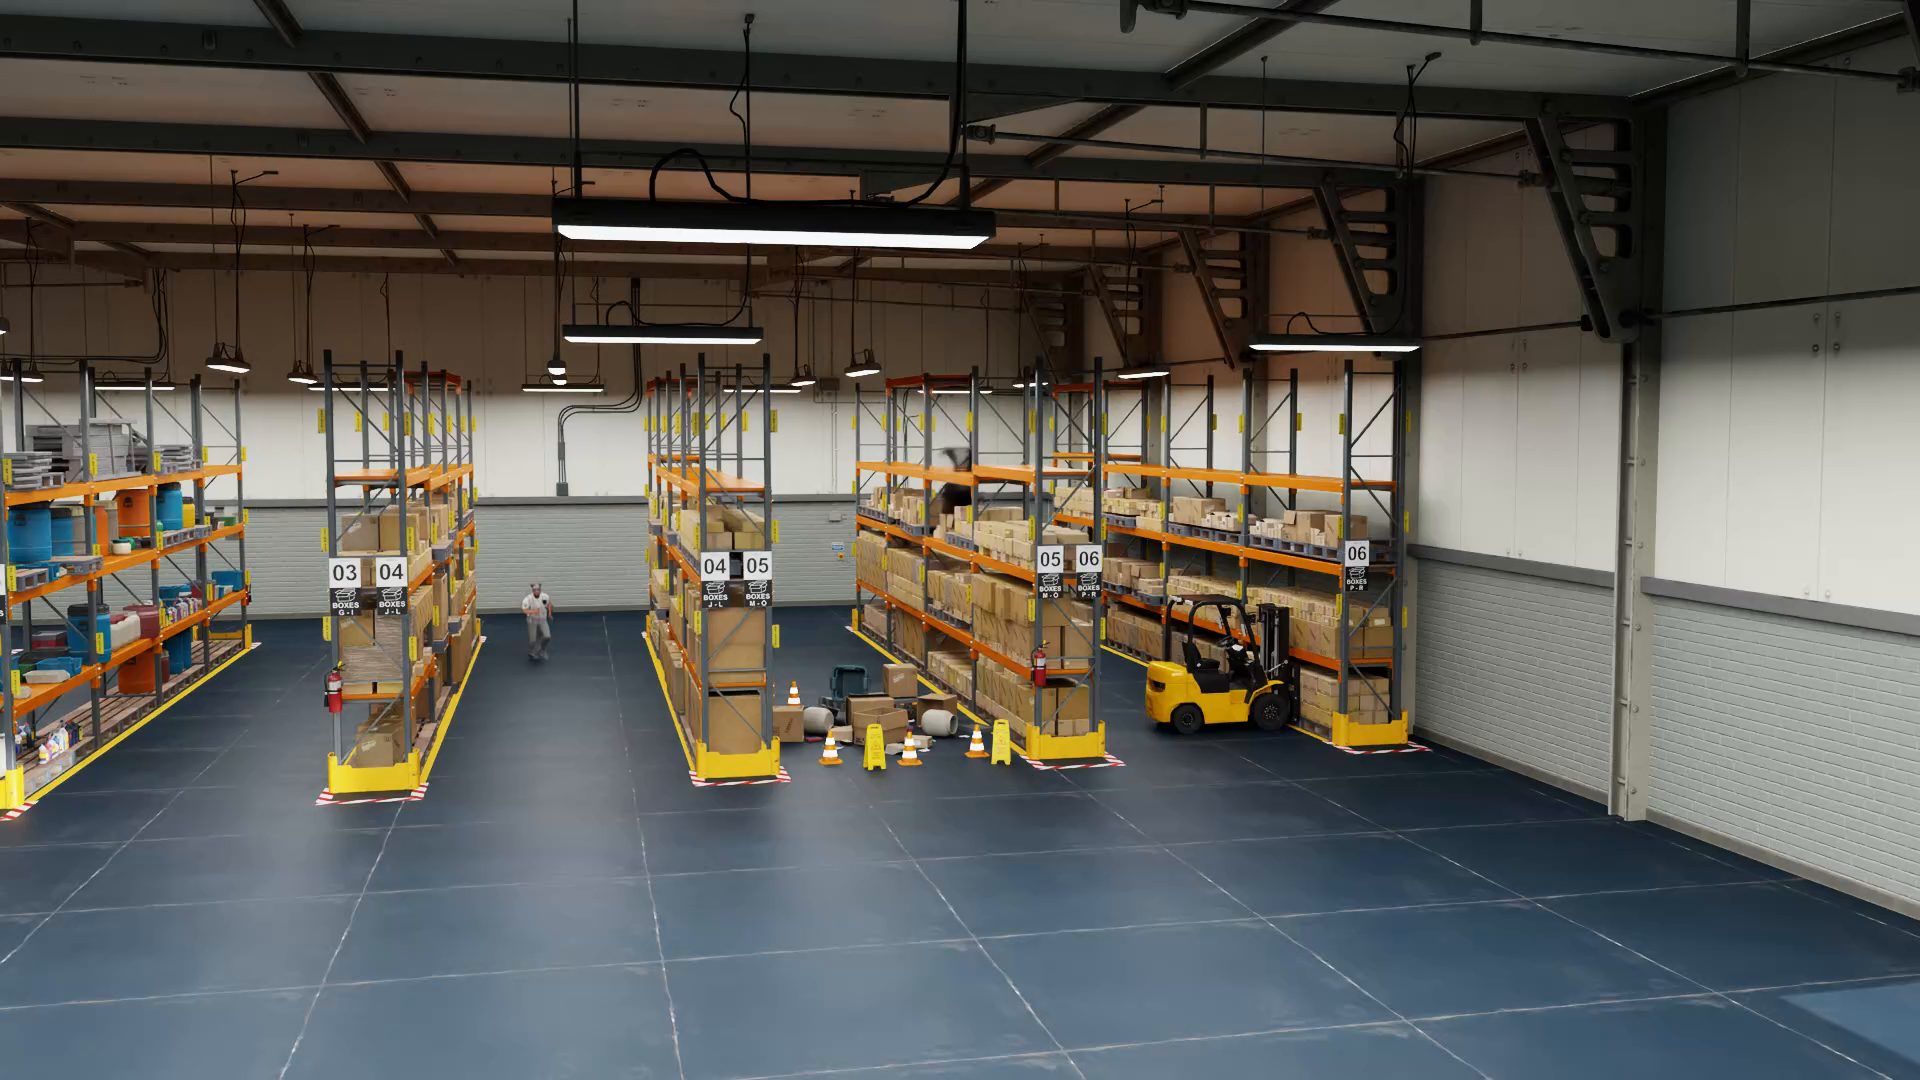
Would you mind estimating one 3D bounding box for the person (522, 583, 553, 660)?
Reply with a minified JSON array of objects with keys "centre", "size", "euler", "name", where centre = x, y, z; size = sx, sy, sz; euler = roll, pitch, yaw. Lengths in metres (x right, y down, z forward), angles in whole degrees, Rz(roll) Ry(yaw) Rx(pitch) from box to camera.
[{"centre":[-8.934,1.719,35.181],"size":[0.680,1.676,0.920],"euler":[-2,4,-27],"name":"person"}]
